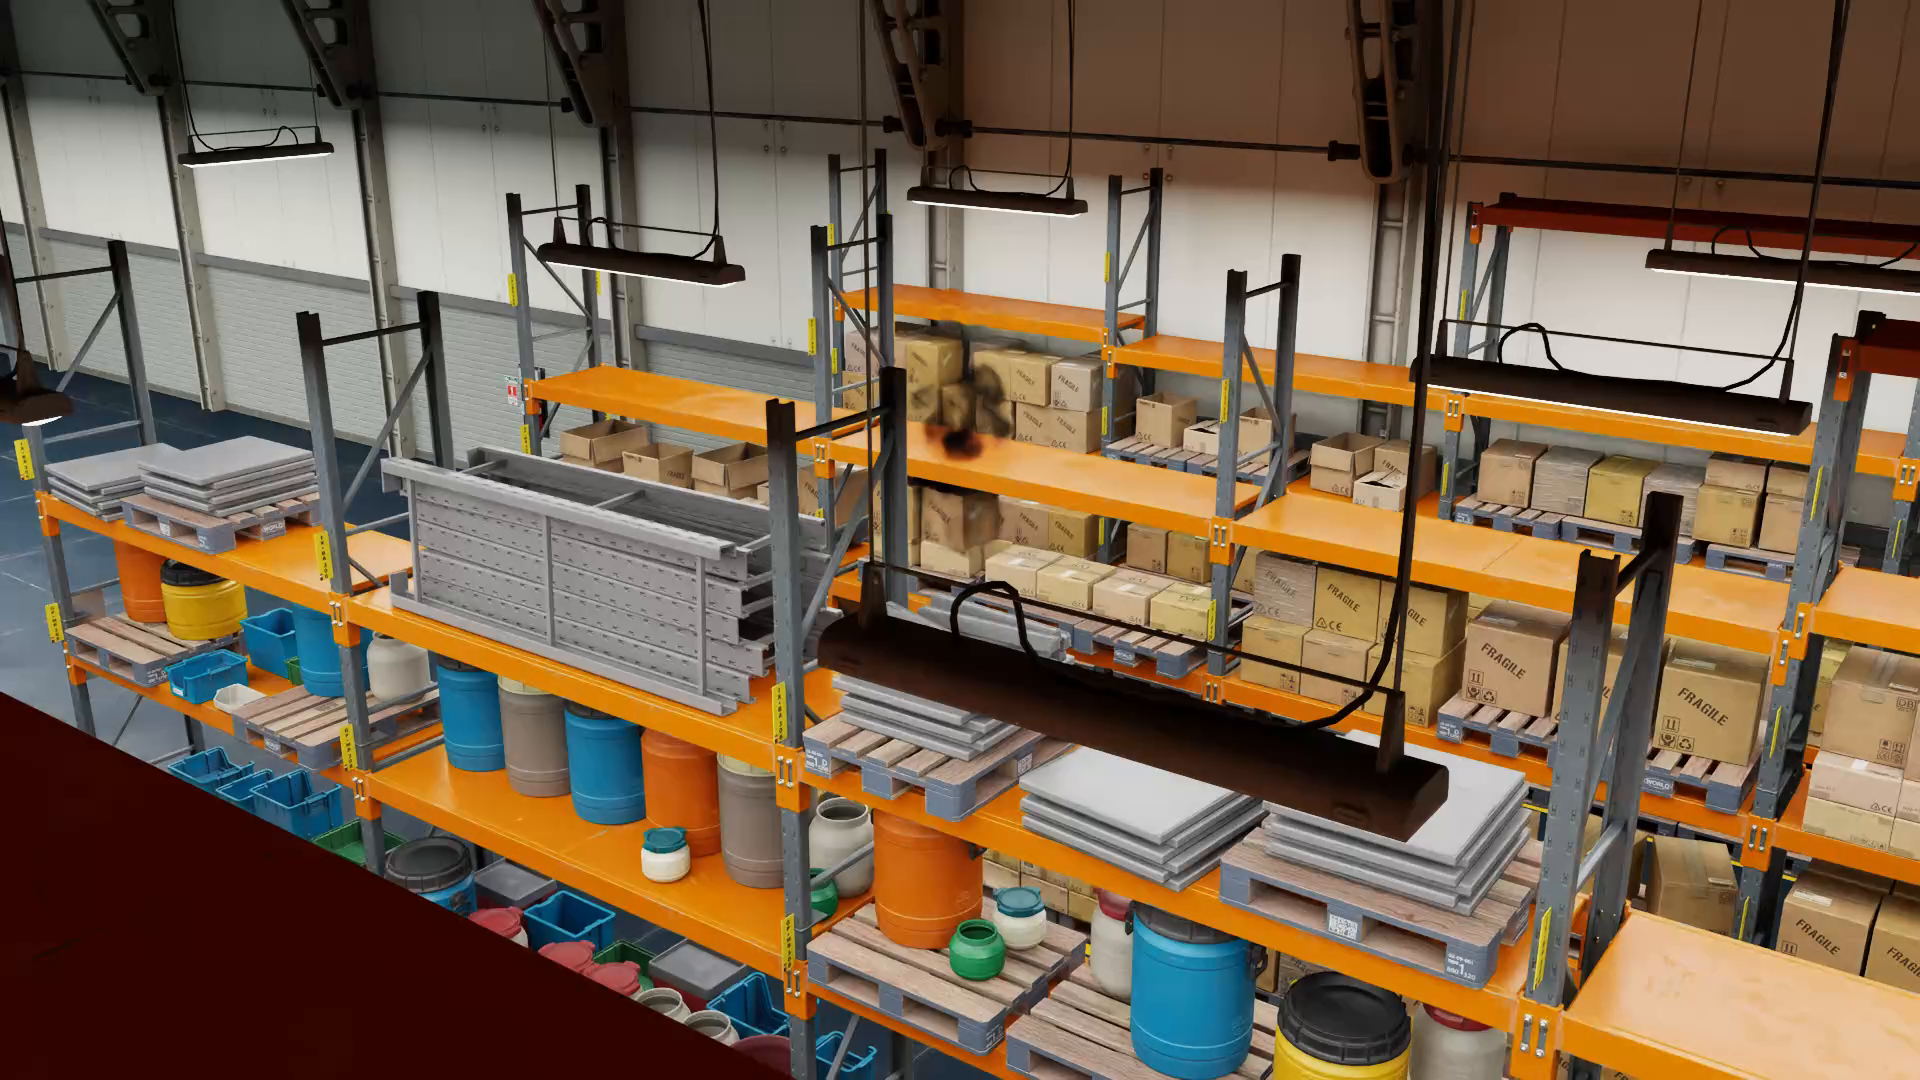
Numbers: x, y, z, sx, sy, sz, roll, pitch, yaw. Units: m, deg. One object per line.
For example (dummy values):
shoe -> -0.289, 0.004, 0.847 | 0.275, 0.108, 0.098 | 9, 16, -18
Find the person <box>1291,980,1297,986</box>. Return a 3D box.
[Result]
person -> 2.328, 3.707, 11.178 | 0.918, 1.787, 0.685 | 9, 20, 24
